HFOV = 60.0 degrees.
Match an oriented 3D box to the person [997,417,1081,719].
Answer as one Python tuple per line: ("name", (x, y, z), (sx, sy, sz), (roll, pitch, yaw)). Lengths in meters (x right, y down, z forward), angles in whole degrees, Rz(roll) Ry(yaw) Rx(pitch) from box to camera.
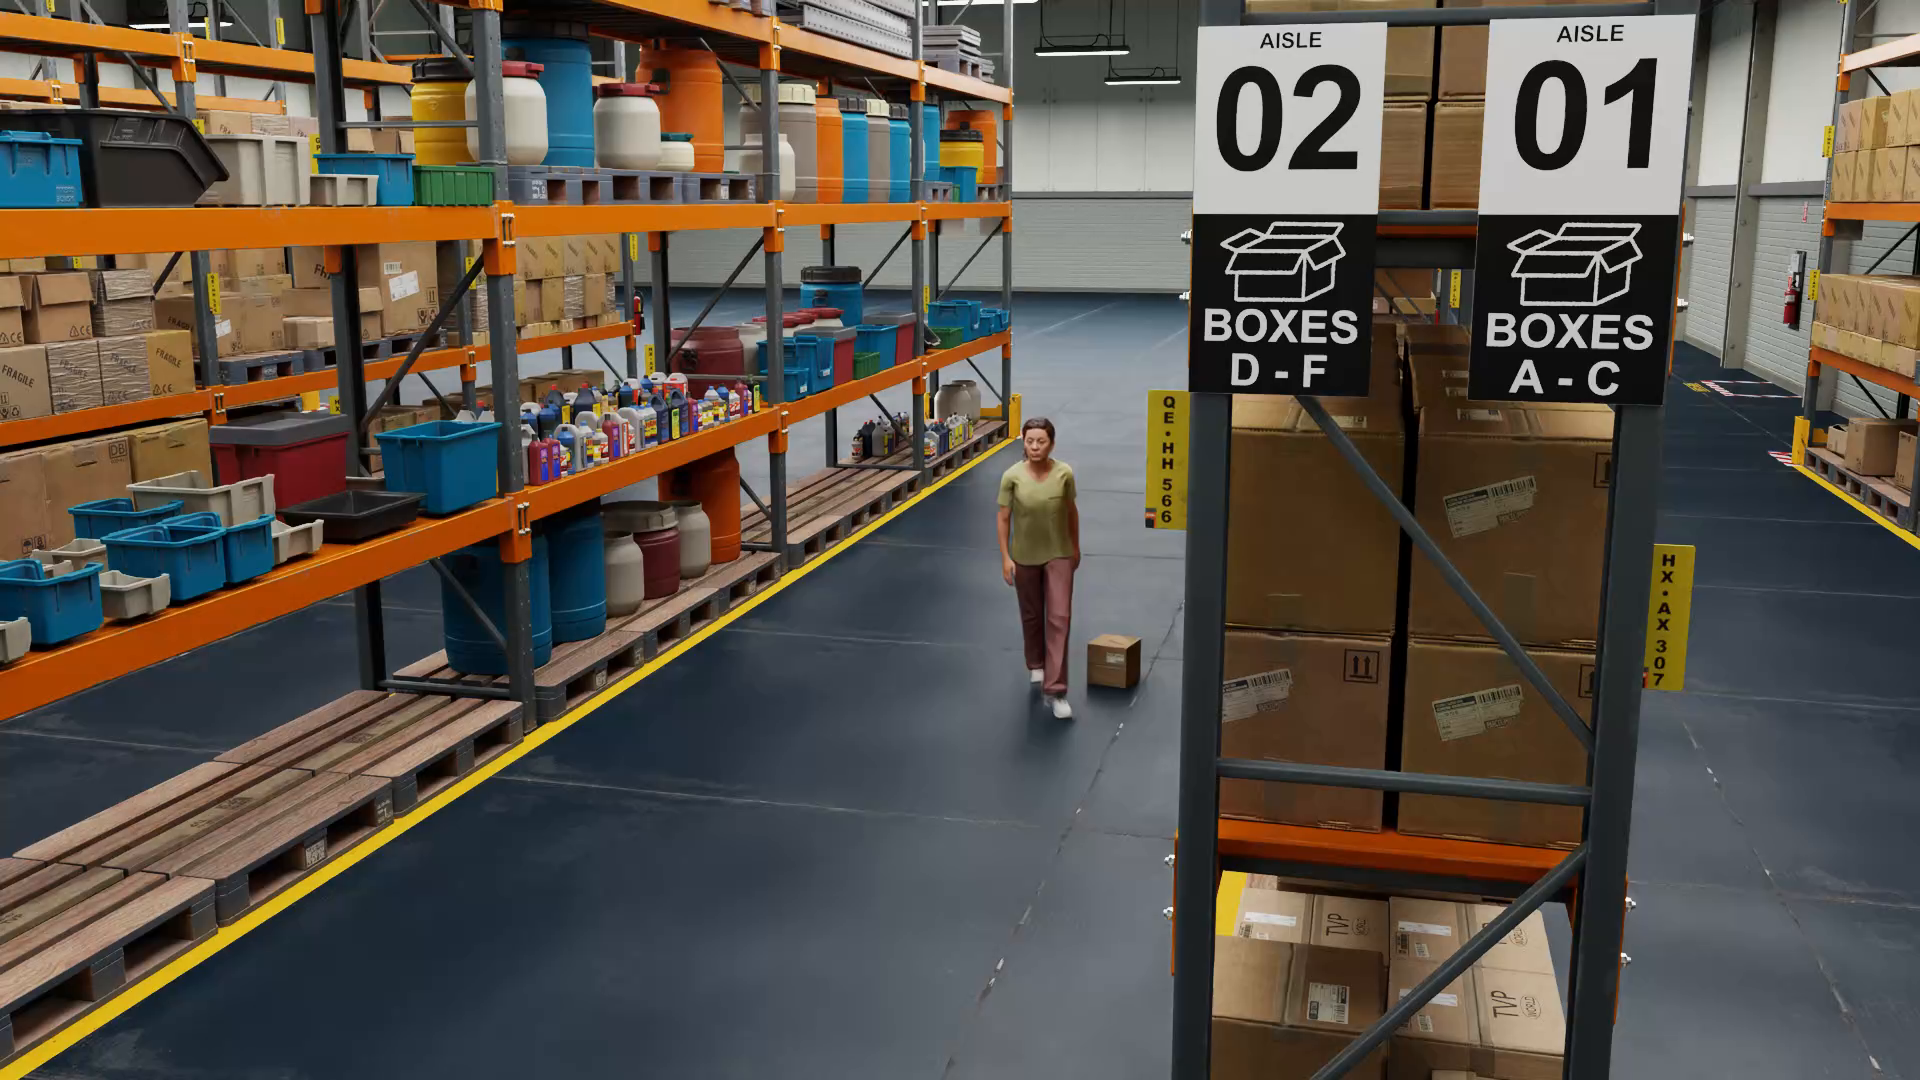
("person", (0.443, 0.105, 9.394), (0.474, 1.612, 0.952), (1, 12, 5))
